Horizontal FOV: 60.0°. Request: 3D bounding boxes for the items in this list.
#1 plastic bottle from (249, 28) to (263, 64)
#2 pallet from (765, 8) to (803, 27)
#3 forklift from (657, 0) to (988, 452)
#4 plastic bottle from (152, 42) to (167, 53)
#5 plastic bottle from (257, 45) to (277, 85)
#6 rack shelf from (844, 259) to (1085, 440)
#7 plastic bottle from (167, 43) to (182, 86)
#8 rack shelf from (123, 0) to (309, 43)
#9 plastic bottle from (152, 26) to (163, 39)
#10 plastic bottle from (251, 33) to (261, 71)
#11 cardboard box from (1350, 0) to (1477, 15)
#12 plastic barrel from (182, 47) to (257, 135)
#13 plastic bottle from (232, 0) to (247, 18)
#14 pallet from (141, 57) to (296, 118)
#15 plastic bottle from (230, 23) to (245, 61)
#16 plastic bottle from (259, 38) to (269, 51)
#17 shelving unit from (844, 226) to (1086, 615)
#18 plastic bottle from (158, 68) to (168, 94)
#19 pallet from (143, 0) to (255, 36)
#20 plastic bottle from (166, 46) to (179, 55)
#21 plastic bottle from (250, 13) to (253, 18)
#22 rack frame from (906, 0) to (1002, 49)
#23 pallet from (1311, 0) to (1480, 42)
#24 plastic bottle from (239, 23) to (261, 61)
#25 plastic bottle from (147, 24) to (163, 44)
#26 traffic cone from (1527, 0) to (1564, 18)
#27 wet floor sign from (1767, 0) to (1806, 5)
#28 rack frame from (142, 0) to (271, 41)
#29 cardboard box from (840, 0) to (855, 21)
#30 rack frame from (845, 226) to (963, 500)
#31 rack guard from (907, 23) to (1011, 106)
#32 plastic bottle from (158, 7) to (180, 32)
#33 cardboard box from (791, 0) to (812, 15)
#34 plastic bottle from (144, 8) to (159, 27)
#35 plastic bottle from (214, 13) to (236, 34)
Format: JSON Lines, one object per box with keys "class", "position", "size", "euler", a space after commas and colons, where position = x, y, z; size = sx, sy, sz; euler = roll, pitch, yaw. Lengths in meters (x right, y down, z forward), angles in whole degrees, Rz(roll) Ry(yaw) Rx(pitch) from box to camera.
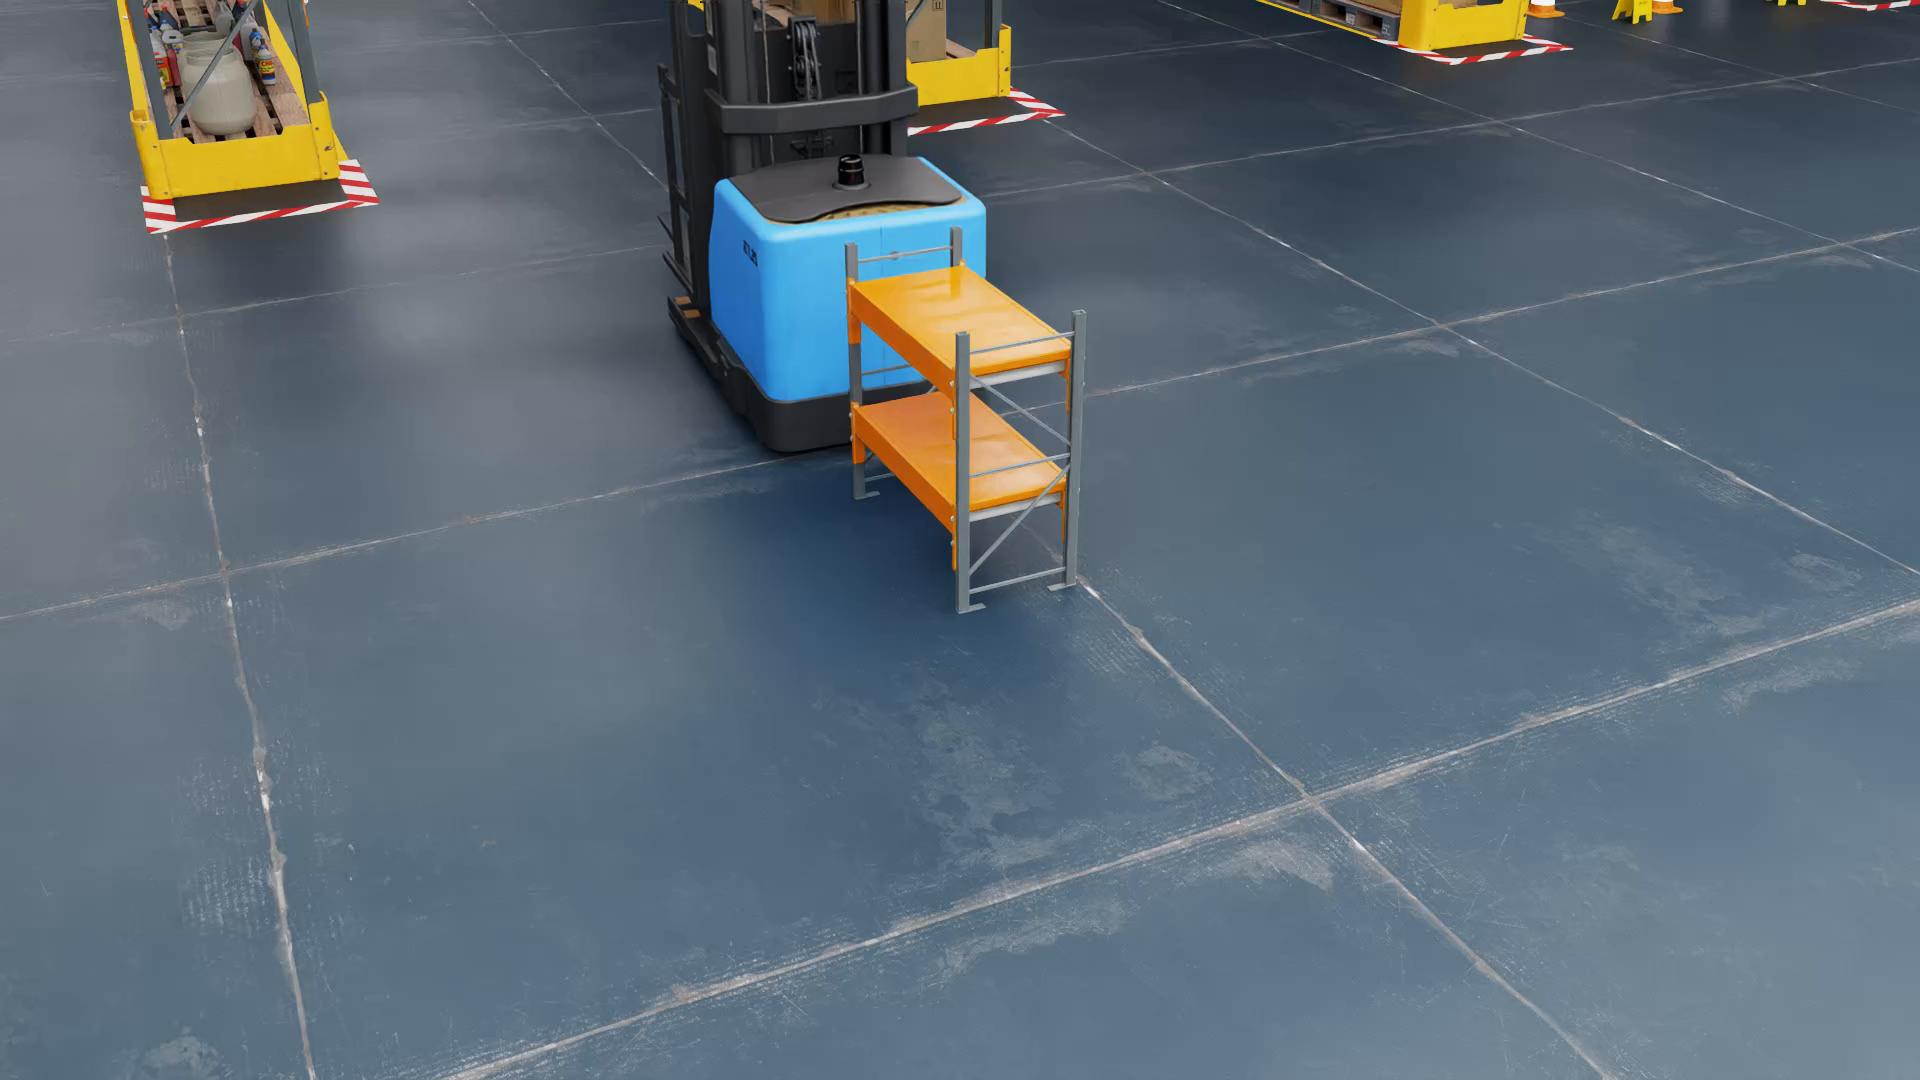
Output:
{"class": "plastic bottle", "position": [-5.405, -3.798, 12.797], "size": [0.097, 0.271, 0.097], "euler": [0, 29, 0]}
{"class": "pallet", "position": [-1.027, -4.407, 14.393], "size": [1.003, 0.211, 1.213], "euler": [-13, 32, -22]}
{"class": "forklift", "position": [-0.887, -2.368, 7.976], "size": [1.130, 2.935, 3.031], "euler": [-11, 31, -19]}
{"class": "plastic bottle", "position": [-5.958, -3.547, 12.343], "size": [0.152, 0.276, 0.135], "euler": [-14, 32, -23]}
{"class": "plastic bottle", "position": [-5.128, -3.513, 12.288], "size": [0.097, 0.271, 0.097], "euler": [0, 29, 0]}
{"class": "rack shelf", "position": [-0.003, -0.749, 6.337], "size": [0.538, 0.278, 1.000], "euler": [-13, 32, -22]}
{"class": "plastic bottle", "position": [-5.803, -3.511, 12.272], "size": [0.061, 0.283, 0.133], "euler": [-13, 32, -22]}
{"class": "rack shelf", "position": [-5.489, -4.215, 11.935], "size": [1.077, 0.370, 4.000], "euler": [-13, 32, -22]}
{"class": "plastic bottle", "position": [-6.198, -3.830, 12.853], "size": [0.097, 0.271, 0.097], "euler": [0, 29, 0]}
{"class": "plastic bottle", "position": [-5.318, -3.709, 12.637], "size": [0.097, 0.271, 0.097], "euler": [0, 29, 0]}
{"class": "cardboard box", "position": [4.015, -5.224, 14.742], "size": [0.875, 0.875, 0.875], "euler": [-13, 32, -22]}
{"class": "plastic barrel", "position": [-4.982, -3.018, 11.179], "size": [0.421, 0.512, 0.421], "euler": [0, 29, 0]}
{"class": "plastic bottle", "position": [-5.811, -4.225, 13.476], "size": [0.144, 0.351, 0.185], "euler": [-14, 32, -23]}
{"class": "pallet", "position": [-5.570, -3.351, 12.510], "size": [1.003, 0.211, 1.213], "euler": [-13, 32, -22]}
{"class": "plastic bottle", "position": [-5.620, -3.873, 12.917], "size": [0.061, 0.283, 0.133], "euler": [-13, 32, -22]}
{"class": "plastic bottle", "position": [-5.208, -3.622, 12.471], "size": [0.061, 0.283, 0.133], "euler": [-13, 32, -21]}
{"class": "shelving unit", "position": [-0.003, -0.494, 6.480], "size": [0.538, 1.125, 1.048], "euler": [-13, 32, -22]}
{"class": "plastic bottle", "position": [-5.815, -3.336, 12.043], "size": [0.097, 0.201, 0.097], "euler": [0, 29, 0]}
{"class": "pallet", "position": [-6.720, -4.535, 14.621], "size": [1.003, 0.211, 1.213], "euler": [-13, 32, -22]}
{"class": "plastic bottle", "position": [-5.943, -3.631, 12.570], "size": [0.097, 0.201, 0.097], "euler": [0, 29, 0]}
{"class": "plastic bottle", "position": [-5.621, -4.047, 13.228], "size": [0.061, 0.283, 0.133], "euler": [-11, 31, -19]}
{"class": "rack frame", "position": [-0.157, -4.685, 12.038], "size": [1.000, 3.000, 0.127], "euler": [-13, 32, -22]}
{"class": "pallet", "position": [3.952, -4.802, 15.099], "size": [1.003, 0.211, 1.213], "euler": [-13, 32, -22]}
{"class": "plastic bottle", "position": [-5.524, -3.892, 12.959], "size": [0.152, 0.276, 0.135], "euler": [-12, 32, -21]}
{"class": "plastic bottle", "position": [-6.113, -3.734, 12.600], "size": [0.144, 0.351, 0.185], "euler": [-13, 32, -22]}
{"class": "traffic cone", "position": [5.420, -5.108, 15.386], "size": [0.336, 0.463, 0.334], "euler": [-13, 32, -22]}
{"class": "wet floor sign", "position": [7.908, -5.430, 15.775], "size": [0.267, 0.644, 0.232], "euler": [-3, 29, -5]}
{"class": "rack frame", "position": [-6.348, -5.412, 13.335], "size": [1.000, 3.000, 0.127], "euler": [-13, 32, -22]}
{"class": "cardboard box", "position": [-0.698, -4.314, 13.503], "size": [0.500, 0.500, 0.500], "euler": [-5, 30, -9]}
{"class": "rack frame", "position": [-0.221, -0.718, 6.881], "size": [0.500, 1.125, 0.032], "euler": [-13, 32, -22]}
{"class": "rack guard", "position": [-0.190, -3.628, 12.710], "size": [1.175, 0.500, 0.348], "euler": [-13, 32, -22]}
{"class": "plastic bottle", "position": [-6.246, -4.035, 13.138], "size": [0.144, 0.351, 0.185], "euler": [-13, 32, -22]}
{"class": "cardboard box", "position": [-1.149, -4.851, 14.460], "size": [0.500, 0.500, 0.500], "euler": [-16, 33, -26]}
{"class": "plastic bottle", "position": [-6.376, -4.005, 13.084], "size": [0.144, 0.351, 0.185], "euler": [-12, 32, -21]}
{"class": "plastic bottle", "position": [-5.852, -4.065, 13.267], "size": [0.152, 0.276, 0.135], "euler": [-13, 32, -22]}
